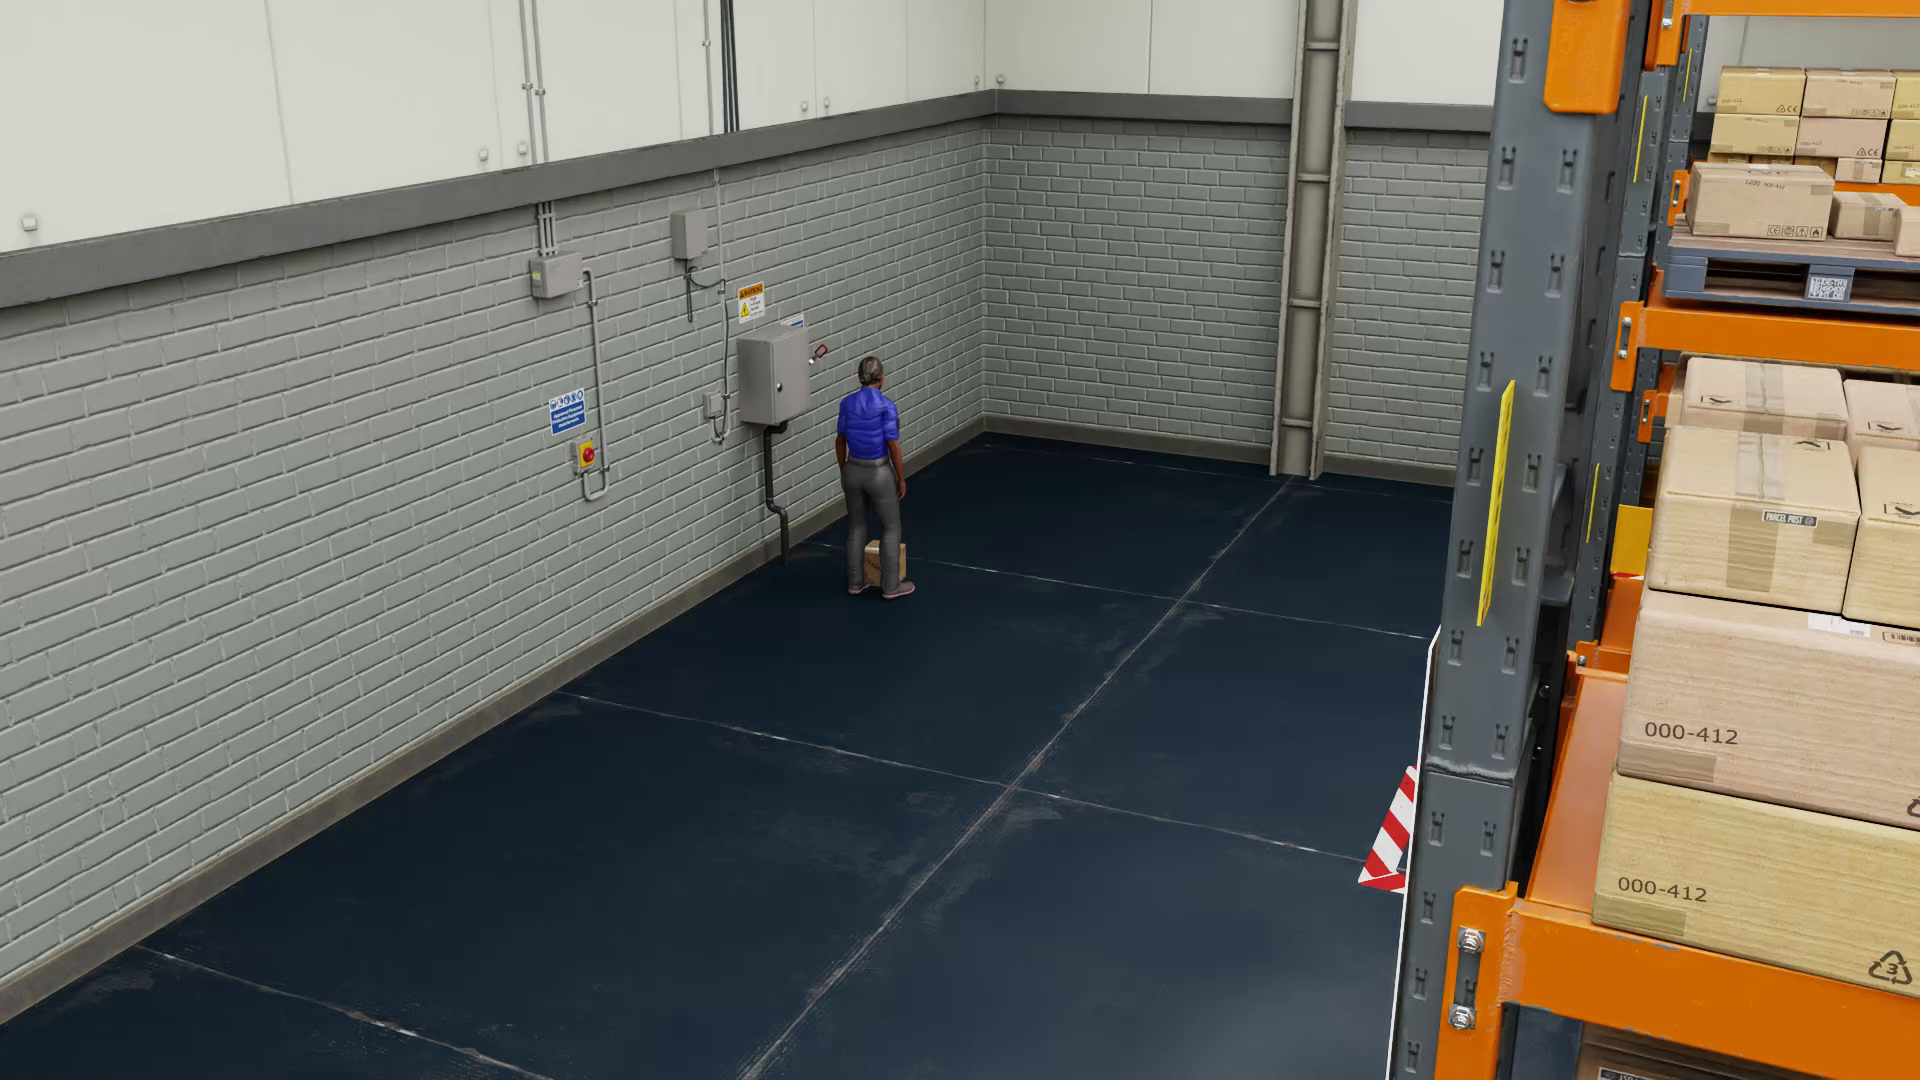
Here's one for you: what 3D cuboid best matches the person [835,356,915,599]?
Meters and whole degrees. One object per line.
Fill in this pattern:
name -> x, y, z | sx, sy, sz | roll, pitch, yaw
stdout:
person -> -0.595, -0.420, 11.282 | 0.510, 1.655, 0.349 | 8, 21, 23
